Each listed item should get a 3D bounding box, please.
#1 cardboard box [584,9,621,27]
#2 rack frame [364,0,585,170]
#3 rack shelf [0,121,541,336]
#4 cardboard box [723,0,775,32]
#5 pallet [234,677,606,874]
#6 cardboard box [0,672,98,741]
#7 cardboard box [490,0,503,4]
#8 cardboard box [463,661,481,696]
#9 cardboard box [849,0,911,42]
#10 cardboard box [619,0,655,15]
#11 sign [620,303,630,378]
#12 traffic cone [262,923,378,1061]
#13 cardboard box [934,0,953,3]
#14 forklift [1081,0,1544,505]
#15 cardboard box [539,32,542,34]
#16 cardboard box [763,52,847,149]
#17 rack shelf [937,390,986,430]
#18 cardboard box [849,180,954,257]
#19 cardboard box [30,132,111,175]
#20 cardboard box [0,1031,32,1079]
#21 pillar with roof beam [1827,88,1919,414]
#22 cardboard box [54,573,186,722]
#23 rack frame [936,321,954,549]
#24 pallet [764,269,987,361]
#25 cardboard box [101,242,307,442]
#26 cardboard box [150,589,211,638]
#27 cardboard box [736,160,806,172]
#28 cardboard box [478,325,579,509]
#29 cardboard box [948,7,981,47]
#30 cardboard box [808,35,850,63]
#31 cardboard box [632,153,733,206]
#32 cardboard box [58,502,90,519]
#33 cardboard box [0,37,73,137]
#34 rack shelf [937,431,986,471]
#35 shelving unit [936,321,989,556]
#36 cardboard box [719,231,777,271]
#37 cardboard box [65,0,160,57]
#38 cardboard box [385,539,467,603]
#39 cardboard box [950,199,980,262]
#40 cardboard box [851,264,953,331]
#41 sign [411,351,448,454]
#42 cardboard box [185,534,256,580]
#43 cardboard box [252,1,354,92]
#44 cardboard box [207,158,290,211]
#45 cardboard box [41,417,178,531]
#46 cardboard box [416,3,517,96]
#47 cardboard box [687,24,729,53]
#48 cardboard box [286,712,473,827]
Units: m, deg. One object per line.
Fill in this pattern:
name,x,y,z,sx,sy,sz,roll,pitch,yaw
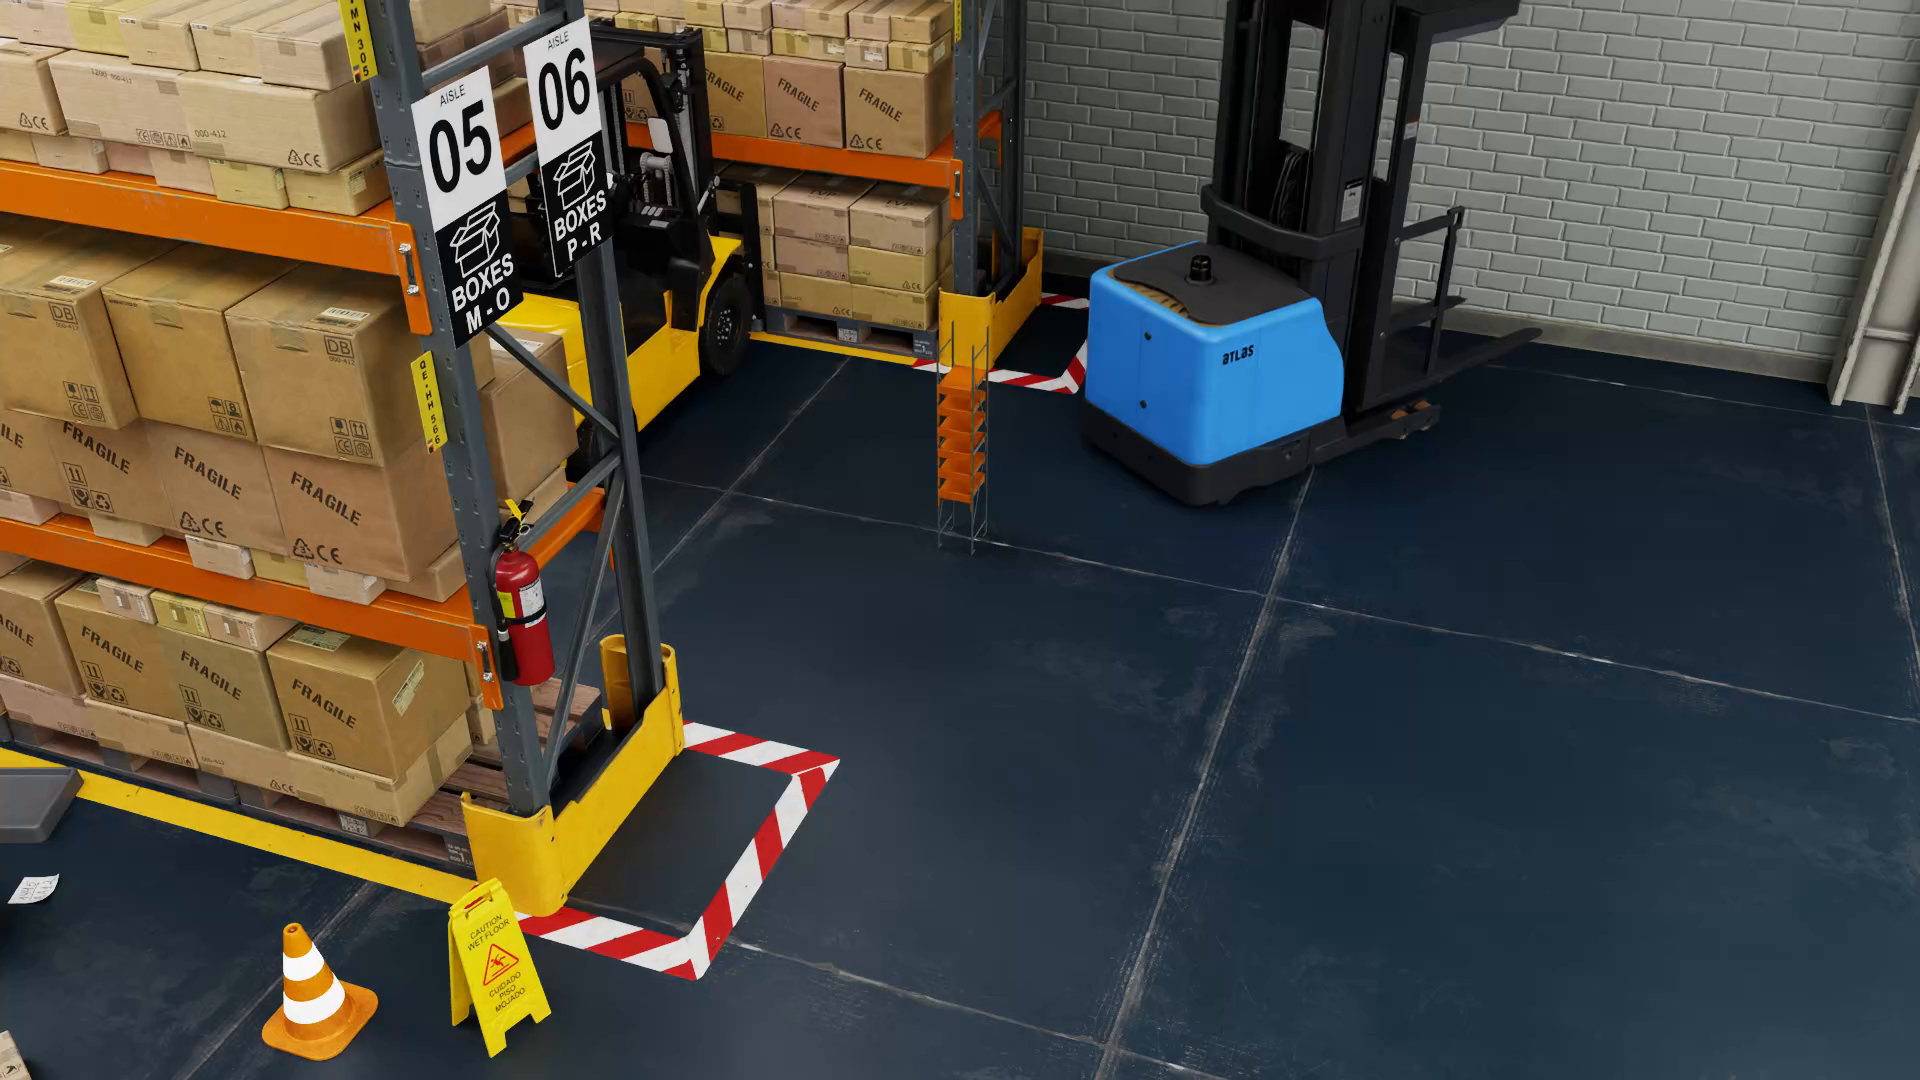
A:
cardboard box,-2.173,-3.238,10.309,0.250,0.149,0.380,10,34,15
rack frame,-1.485,-2.618,4.508,0.127,3.000,1.000,11,34,16
rack shelf,-3.367,-1.421,6.084,4.000,0.370,1.077,11,34,16
cardboard box,-1.212,-3.168,9.927,0.250,0.149,0.380,12,35,18
pallet,-2.309,0.893,7.172,1.213,0.211,1.003,11,34,16
cardboard box,-3.779,0.583,7.230,0.500,0.250,0.500,11,34,16
cardboard box,-2.869,-3.406,10.570,0.250,0.149,0.380,11,34,16
cardboard box,-2.173,0.273,7.018,0.500,0.500,0.500,10,34,15
cardboard box,-0.465,-3.059,9.758,0.250,0.149,0.380,11,34,17
cardboard box,-1.899,-3.362,10.228,0.250,0.149,0.380,11,34,17
sign,-1.302,-0.738,6.330,0.005,0.325,0.100,11,34,16
traffic cone,-2.325,1.548,5.925,0.334,0.463,0.336,11,34,16
cardboard box,-0.058,-3.243,10.042,0.250,0.149,0.380,10,34,16
forklift,2.199,-2.031,9.193,3.031,2.935,1.130,-20,38,-28
cardboard box,-2.754,-3.105,10.702,0.500,0.500,0.500,12,35,17
cardboard box,-0.851,-2.730,10.121,0.500,0.500,0.500,12,35,18
rack shelf,0.014,-0.666,8.314,0.180,0.103,0.258,11,34,16
cardboard box,-0.352,-1.999,10.307,0.500,0.250,0.500,12,35,18
cardboard box,-2.865,-1.371,5.574,0.250,0.149,0.380,11,34,16
cardboard box,-3.399,1.892,5.682,0.380,0.149,0.250,-25,40,-33
pillar with roof beam,4.031,-2.444,4.240,0.400,9.000,9.100,11,34,16
cardboard box,-3.292,0.363,6.879,0.500,0.500,0.500,10,34,15
rack frame,-0.073,-0.518,8.446,0.006,1.200,0.240,11,34,16
pallet,-0.548,-1.580,11.002,1.213,0.211,1.003,11,34,16
cardboard box,-2.513,-0.763,5.878,0.500,0.500,0.700,11,35,17
cardboard box,-2.931,0.200,6.533,0.250,0.149,0.380,12,35,17
cardboard box,-1.141,-2.445,10.998,0.500,0.250,0.500,11,34,16
cardboard box,-1.837,-0.493,6.381,0.500,0.500,0.500,10,34,16
cardboard box,-0.045,-3.142,10.160,0.250,0.149,0.380,10,34,15
cardboard box,-0.709,-2.978,9.907,0.250,0.149,0.380,12,35,17
cardboard box,-1.788,-2.273,10.731,0.500,0.250,0.500,10,34,15
cardboard box,-3.341,-0.241,6.589,0.250,0.149,0.380,11,34,16
cardboard box,-3.020,-1.561,5.501,0.500,0.250,0.500,12,35,18
rack shelf,0.014,-0.464,8.445,0.180,0.103,0.258,11,34,16
shelving unit,0.014,-0.501,8.420,0.189,1.200,0.258,11,34,16
cardboard box,-1.339,-1.974,10.729,0.500,0.250,0.500,10,34,15
cardboard box,-2.600,-1.675,5.310,0.250,0.149,0.380,11,35,17
cardboard box,-1.909,0.049,6.140,0.250,0.149,0.380,12,35,18
cardboard box,-0.186,-2.056,10.856,0.500,0.250,0.500,12,35,17
cardboard box,-0.363,-1.579,10.577,0.500,0.250,0.500,11,35,17
sign,-1.691,-0.437,5.302,0.005,0.325,0.100,11,34,16
cardboard box,-2.672,-0.030,6.263,0.250,0.149,0.380,12,35,17
cardboard box,-1.903,-1.498,5.036,0.250,0.149,0.380,11,35,17
cardboard box,-2.160,-1.203,5.314,0.250,0.149,0.380,11,35,17
cardboard box,-3.028,-0.410,6.254,0.500,0.500,0.500,11,34,16
cardboard box,-1.868,-1.648,5.635,0.500,0.250,0.500,10,34,16
cardboard box,-1.450,-3.090,10.080,0.250,0.149,0.380,11,35,17
cardboard box,-2.359,0.866,6.790,0.500,0.250,0.500,11,34,16
